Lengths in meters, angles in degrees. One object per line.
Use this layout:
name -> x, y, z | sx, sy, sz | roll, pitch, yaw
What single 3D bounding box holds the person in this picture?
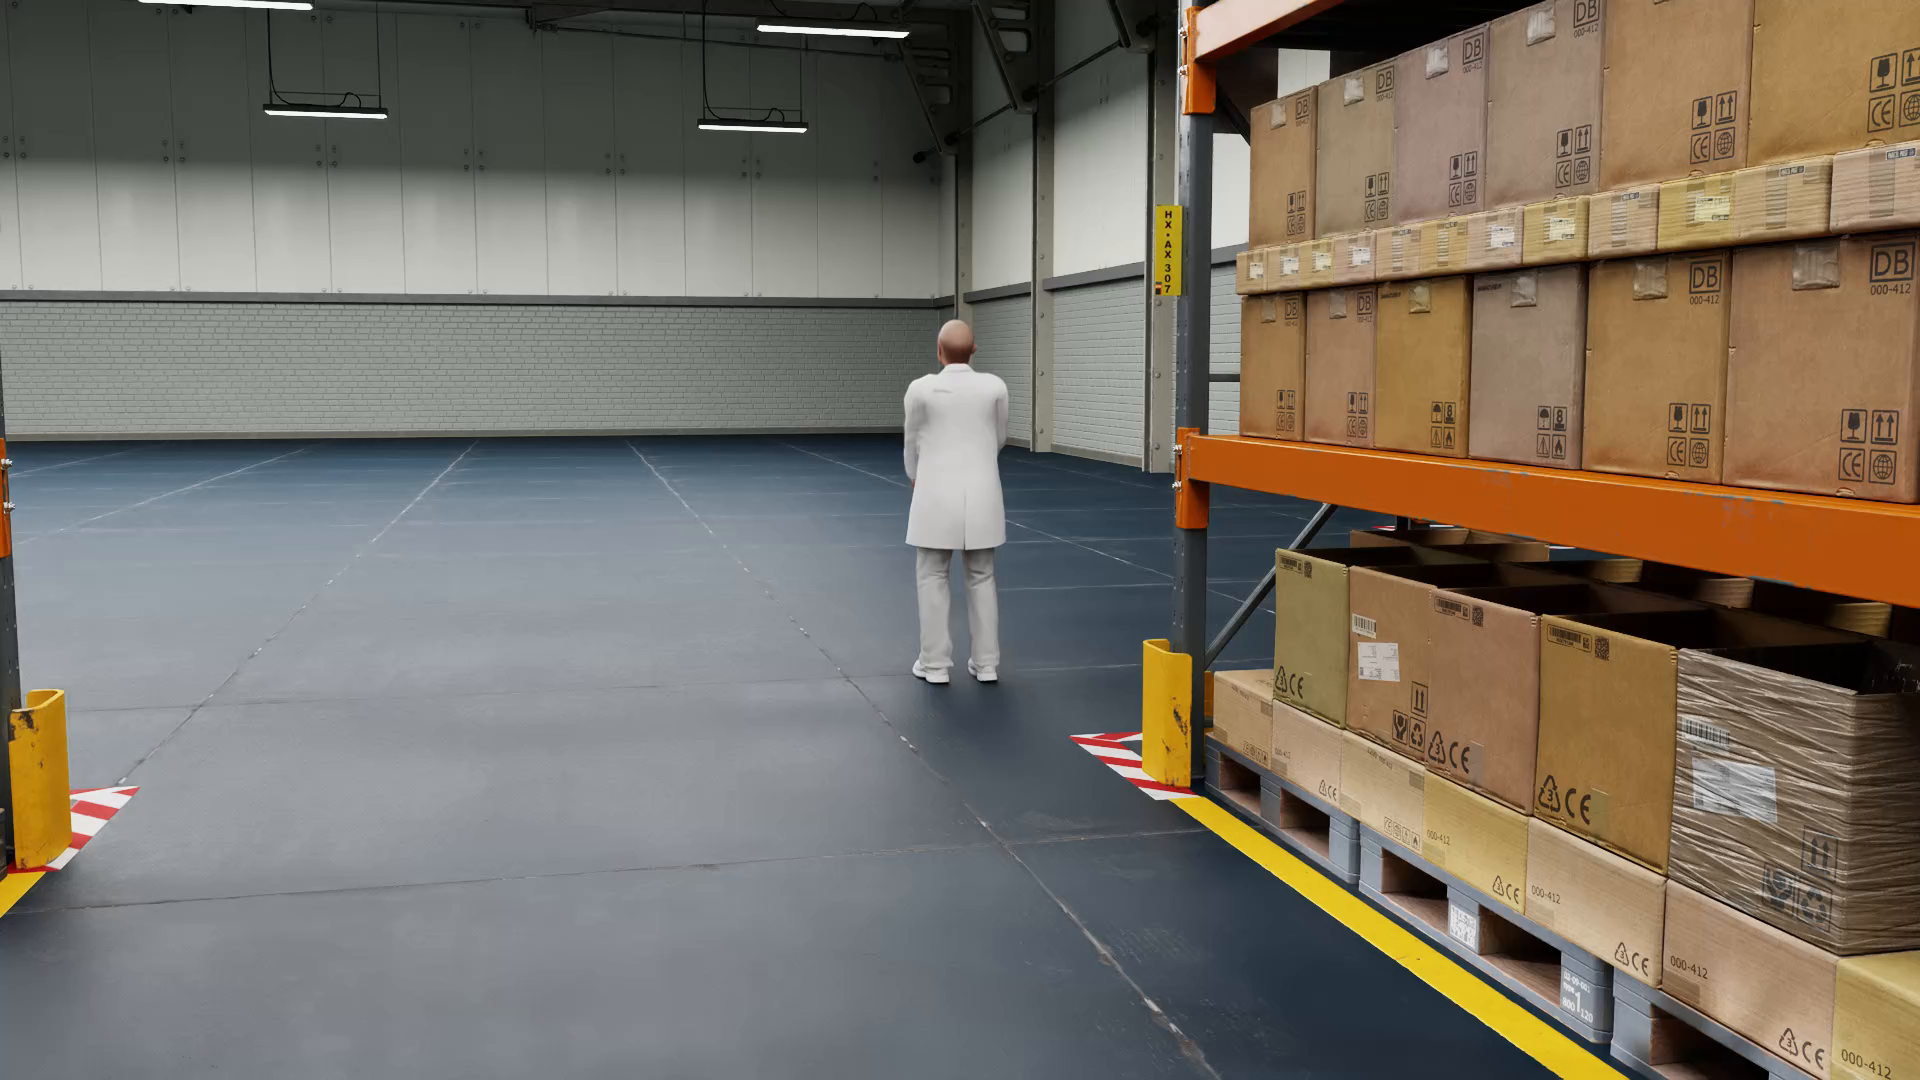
person -> -0.043, -0.199, 8.284 | 0.532, 1.773, 0.554 | -1, 6, -14
